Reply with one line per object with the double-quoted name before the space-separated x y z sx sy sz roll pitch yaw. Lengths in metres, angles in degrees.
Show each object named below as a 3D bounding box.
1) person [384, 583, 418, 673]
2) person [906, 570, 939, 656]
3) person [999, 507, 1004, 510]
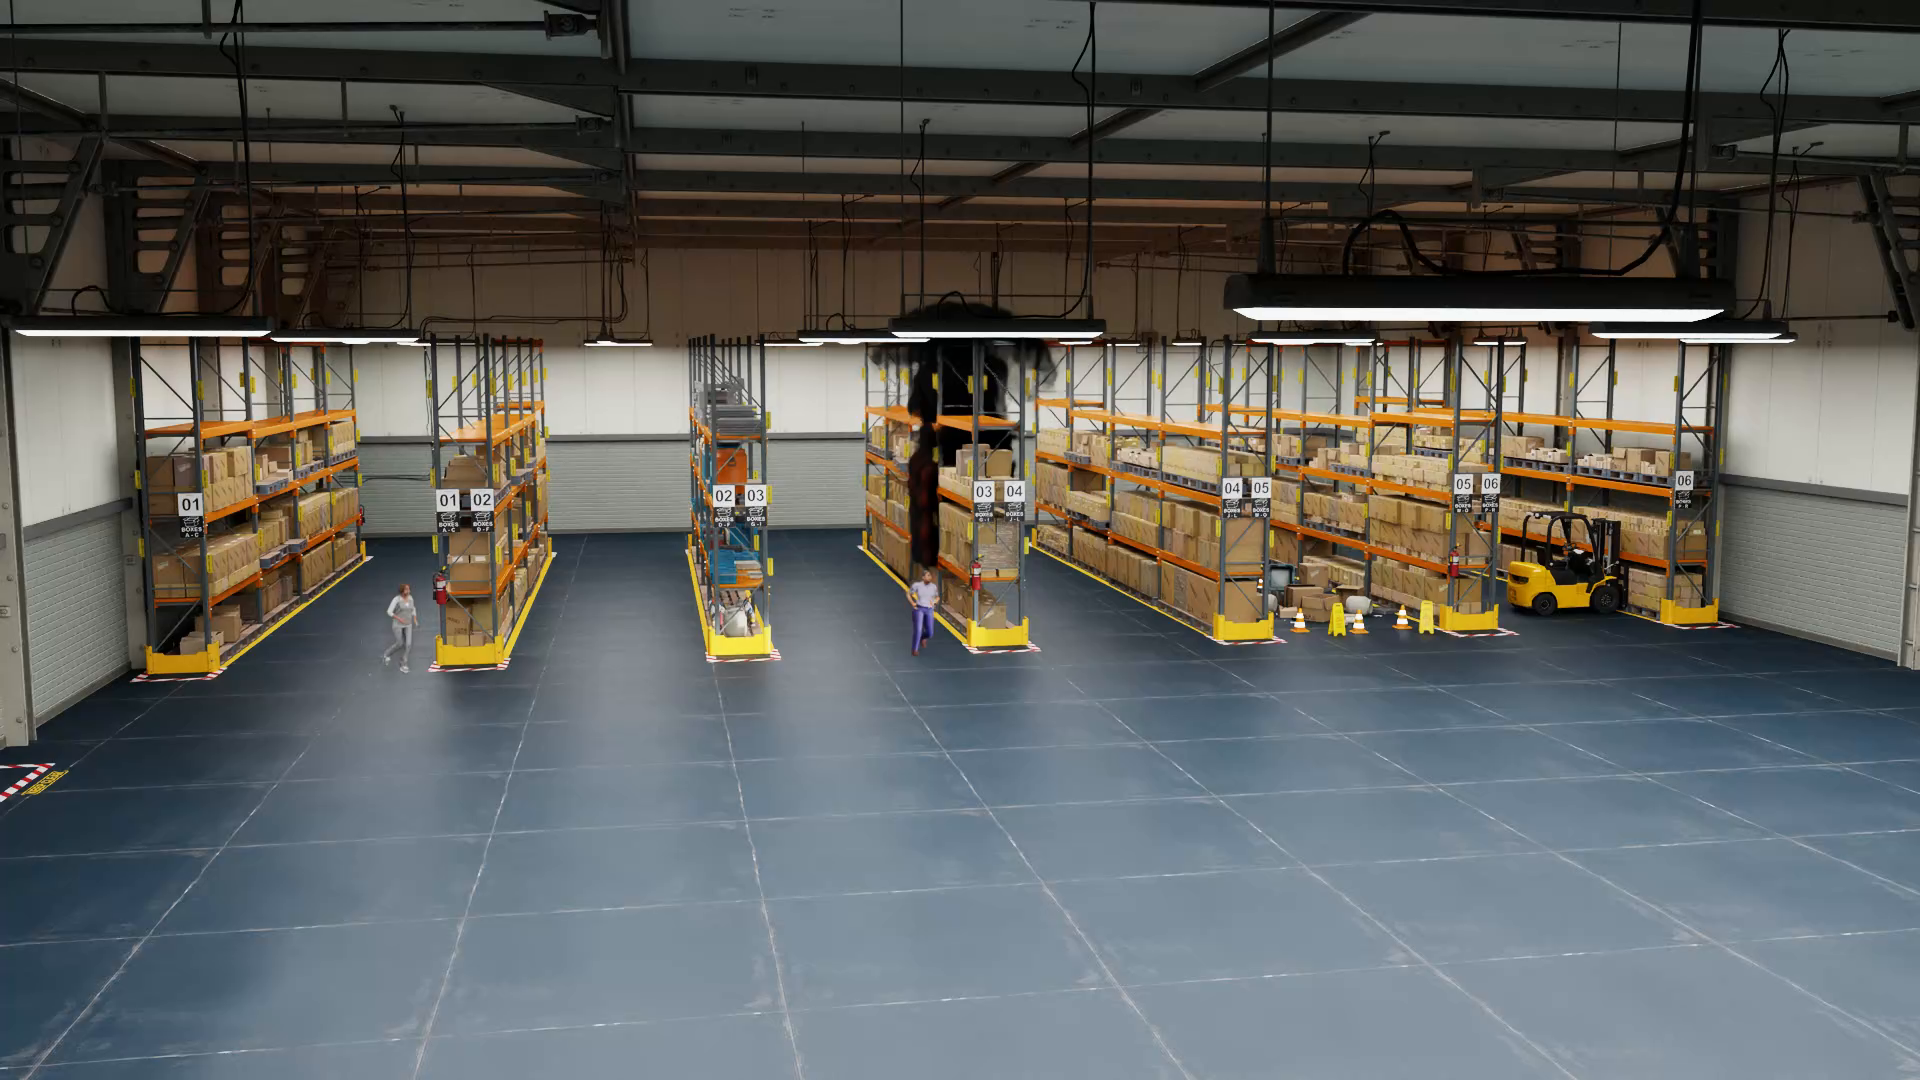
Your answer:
"person" -9.987 1.550 29.757 0.654 1.579 0.579 6 9 40
"person" -0.681 1.365 31.438 0.634 1.595 0.667 -2 7 -19
"person" 0.962 -0.615 48.427 0.668 1.635 0.728 2 7 20
